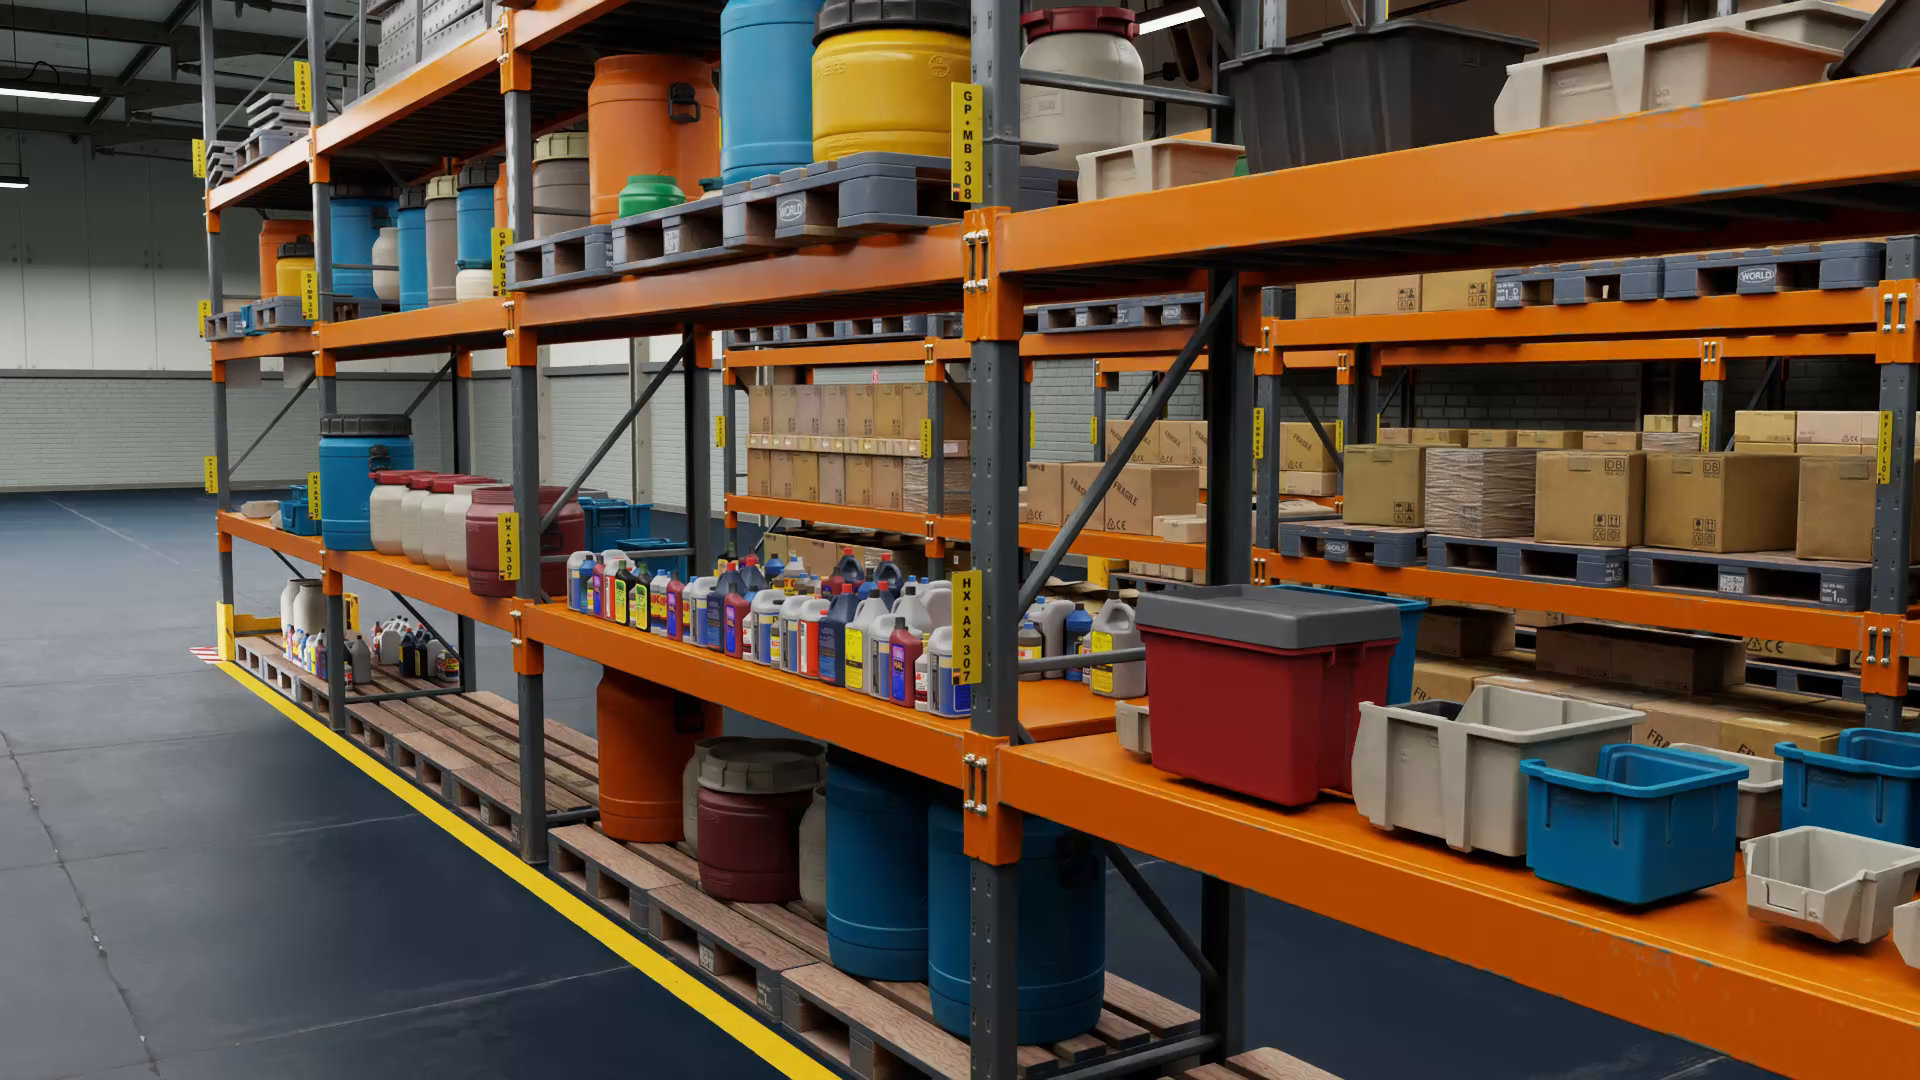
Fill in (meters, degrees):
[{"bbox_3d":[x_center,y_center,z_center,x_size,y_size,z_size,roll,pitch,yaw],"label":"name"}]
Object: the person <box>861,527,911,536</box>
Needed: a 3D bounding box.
[{"bbox_3d":[-0.923,-0.129,18.951,0.669,1.692,0.540,4,6,38],"label":"person"}]
